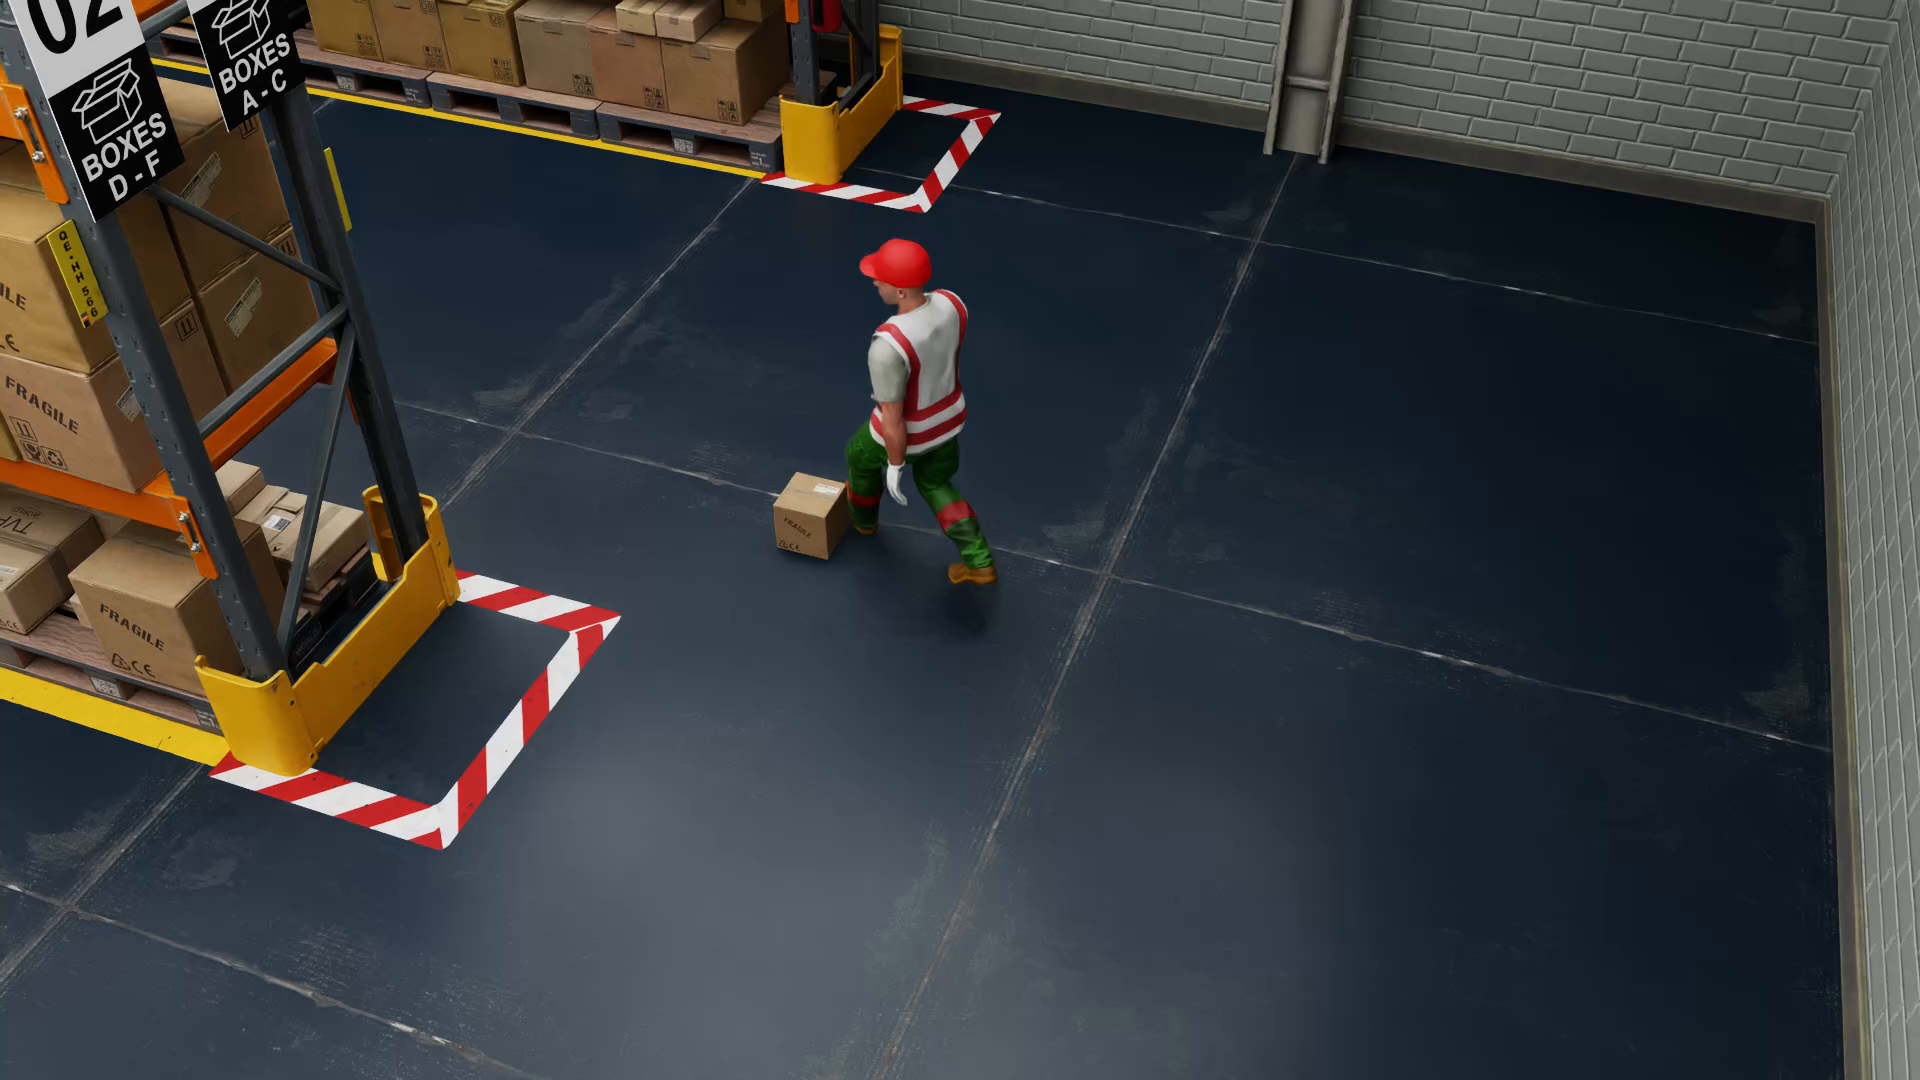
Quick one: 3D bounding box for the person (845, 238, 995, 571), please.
[{"bbox_3d":[-0.210,-0.521,6.781,0.507,1.634,0.868,-28,48,-28],"label":"person"}]
